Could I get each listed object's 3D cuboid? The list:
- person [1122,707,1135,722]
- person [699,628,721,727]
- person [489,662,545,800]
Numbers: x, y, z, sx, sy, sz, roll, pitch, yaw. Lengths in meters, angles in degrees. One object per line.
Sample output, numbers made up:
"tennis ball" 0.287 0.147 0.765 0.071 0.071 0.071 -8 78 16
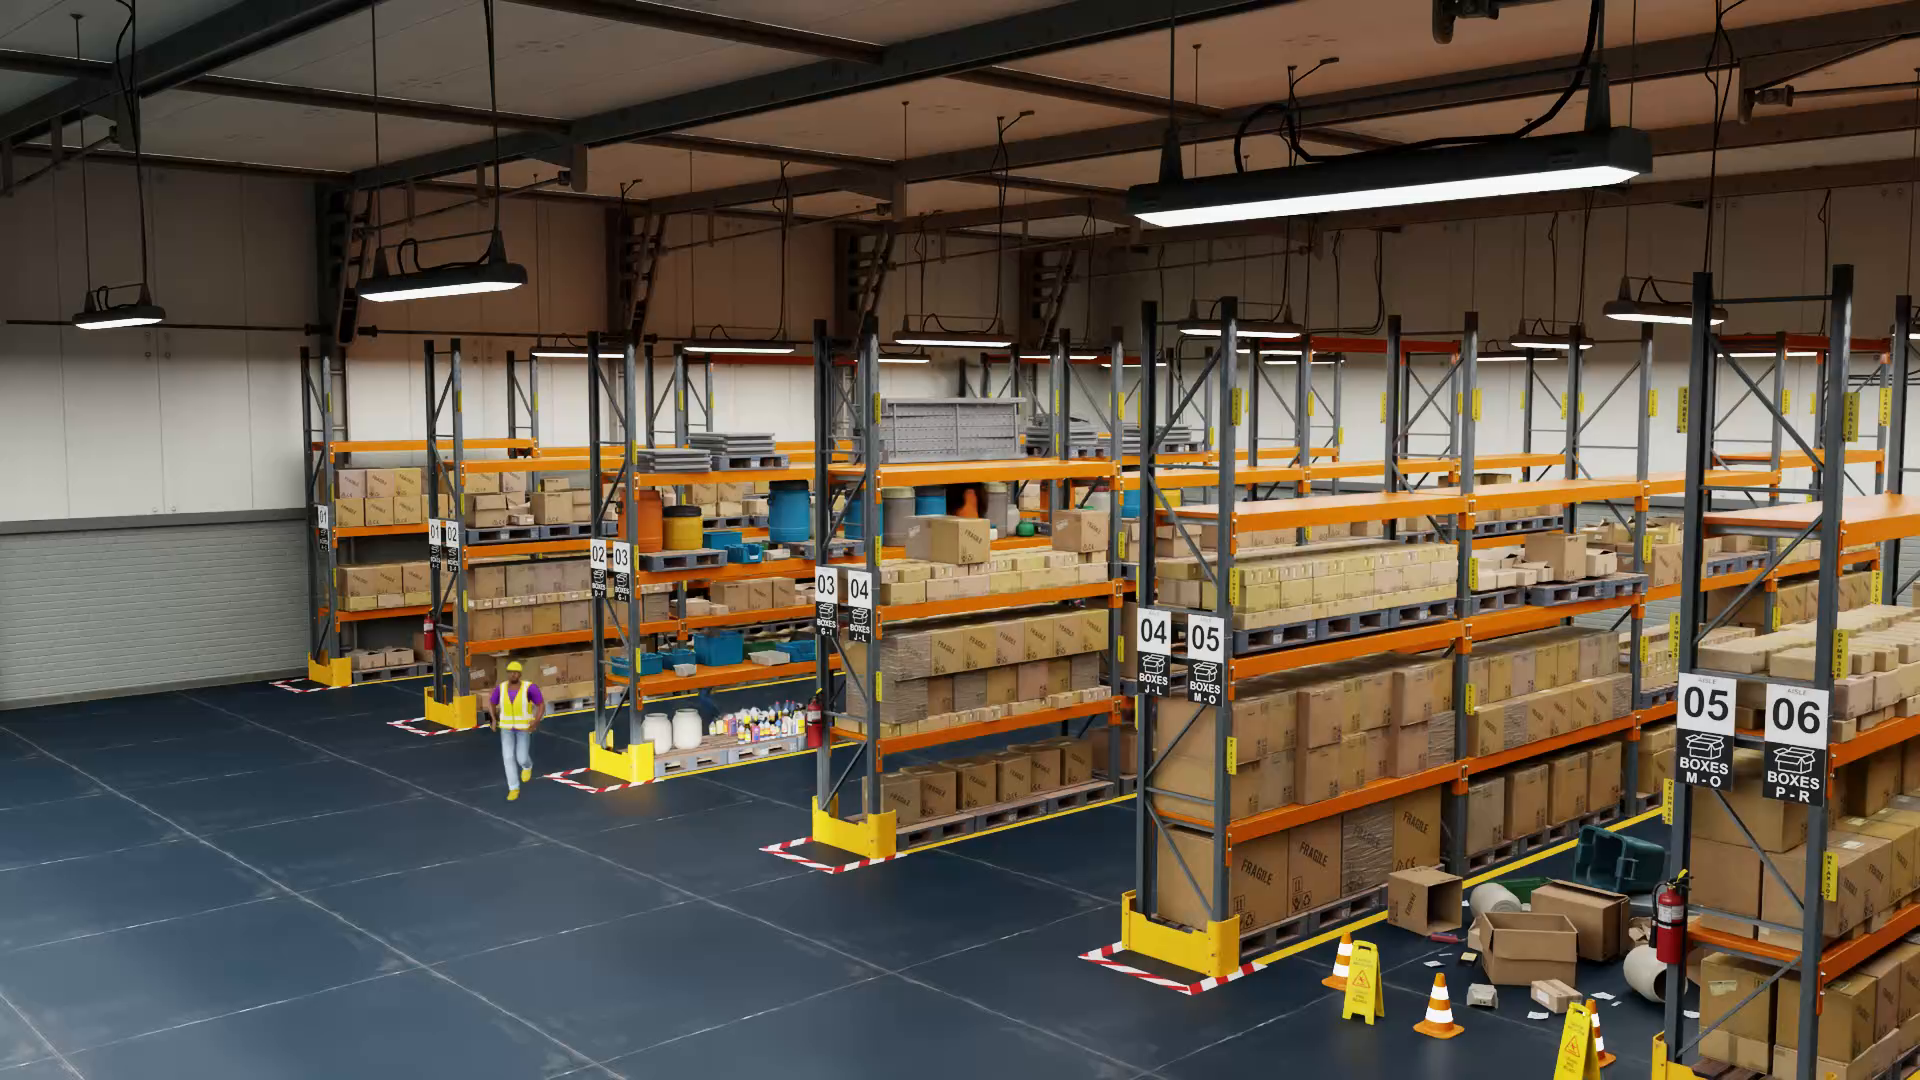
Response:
"person" 2.582 2.184 24.772 0.619 1.625 0.593 -4 6 -38
"person" -3.897 2.131 25.532 0.533 1.561 0.576 4 7 41
"person" -5.724 2.425 21.487 0.723 1.756 0.777 0 5 -4
